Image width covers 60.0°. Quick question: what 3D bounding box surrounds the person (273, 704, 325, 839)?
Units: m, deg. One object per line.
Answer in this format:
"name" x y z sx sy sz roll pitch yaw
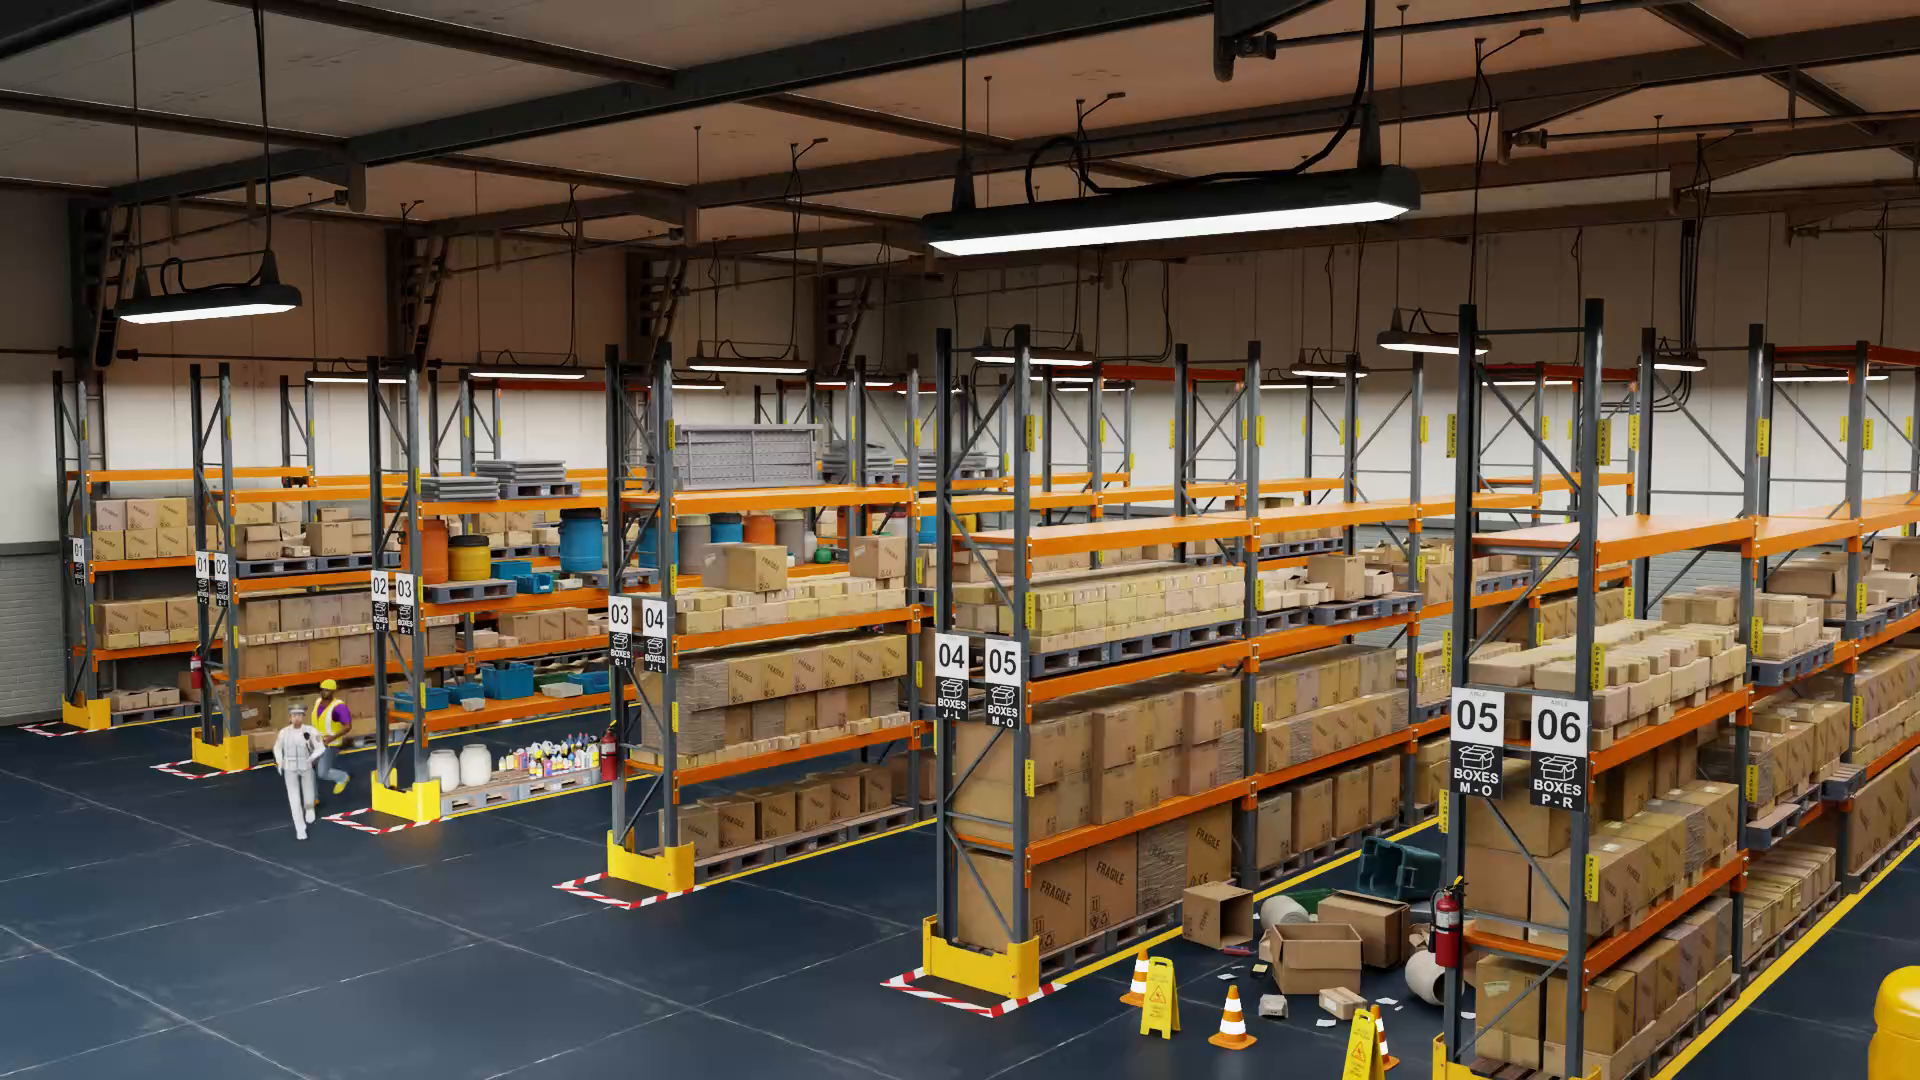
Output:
"person" -8.207 2.843 20.662 0.613 1.659 0.678 -1 4 -16

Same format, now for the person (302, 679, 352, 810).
"person" -8.454 2.718 22.295 0.746 1.748 0.758 2 5 24

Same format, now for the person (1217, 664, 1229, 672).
"person" 3.891 2.615 24.157 0.583 1.657 0.637 3 5 39
